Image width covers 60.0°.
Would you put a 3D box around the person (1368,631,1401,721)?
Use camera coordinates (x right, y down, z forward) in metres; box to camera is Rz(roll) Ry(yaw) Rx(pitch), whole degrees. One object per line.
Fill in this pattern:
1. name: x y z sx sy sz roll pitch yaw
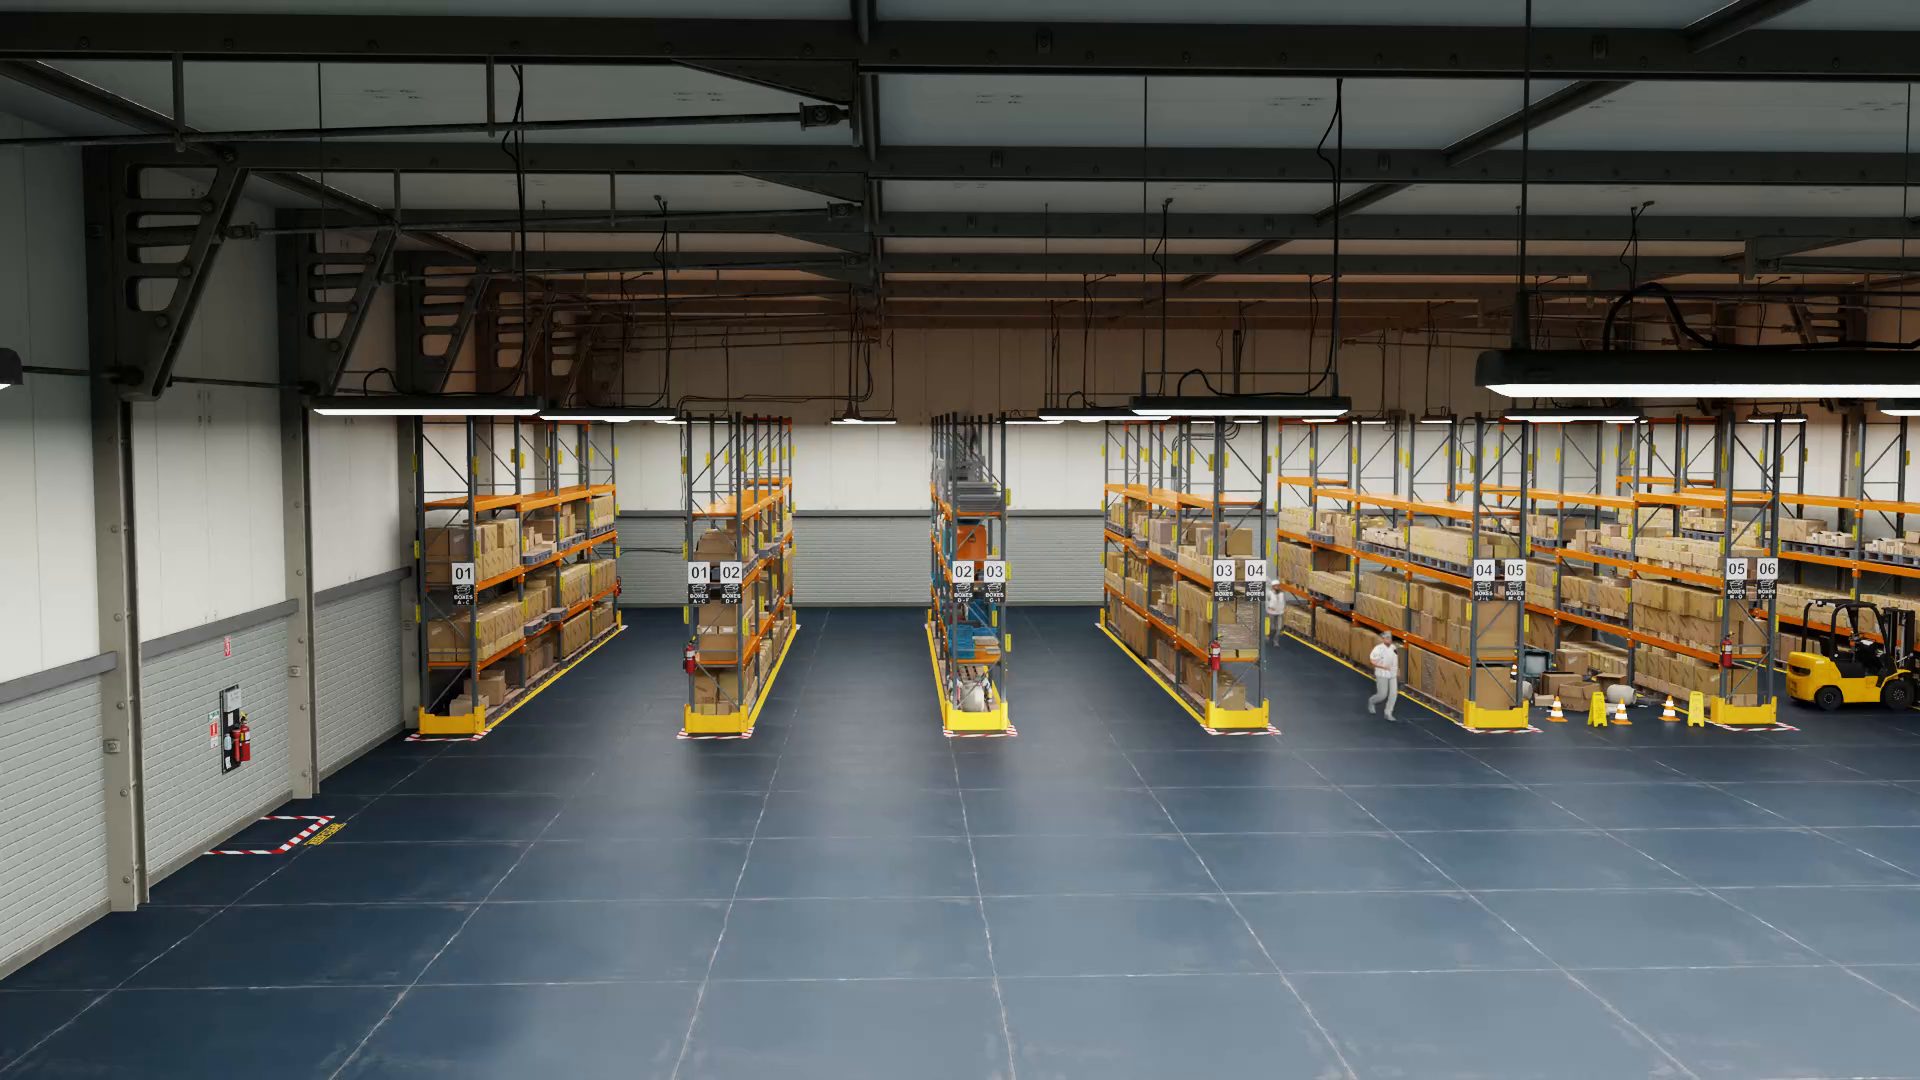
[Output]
1. person: 8.321 2.631 32.549 0.668 1.749 0.722 -2 4 -22

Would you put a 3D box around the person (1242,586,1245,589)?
1. person: 7.818 1.661 47.758 0.614 1.659 0.816 3 5 35

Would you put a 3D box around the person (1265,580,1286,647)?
1. person: 8.223 1.905 43.384 0.660 1.730 0.658 -1 4 -12
